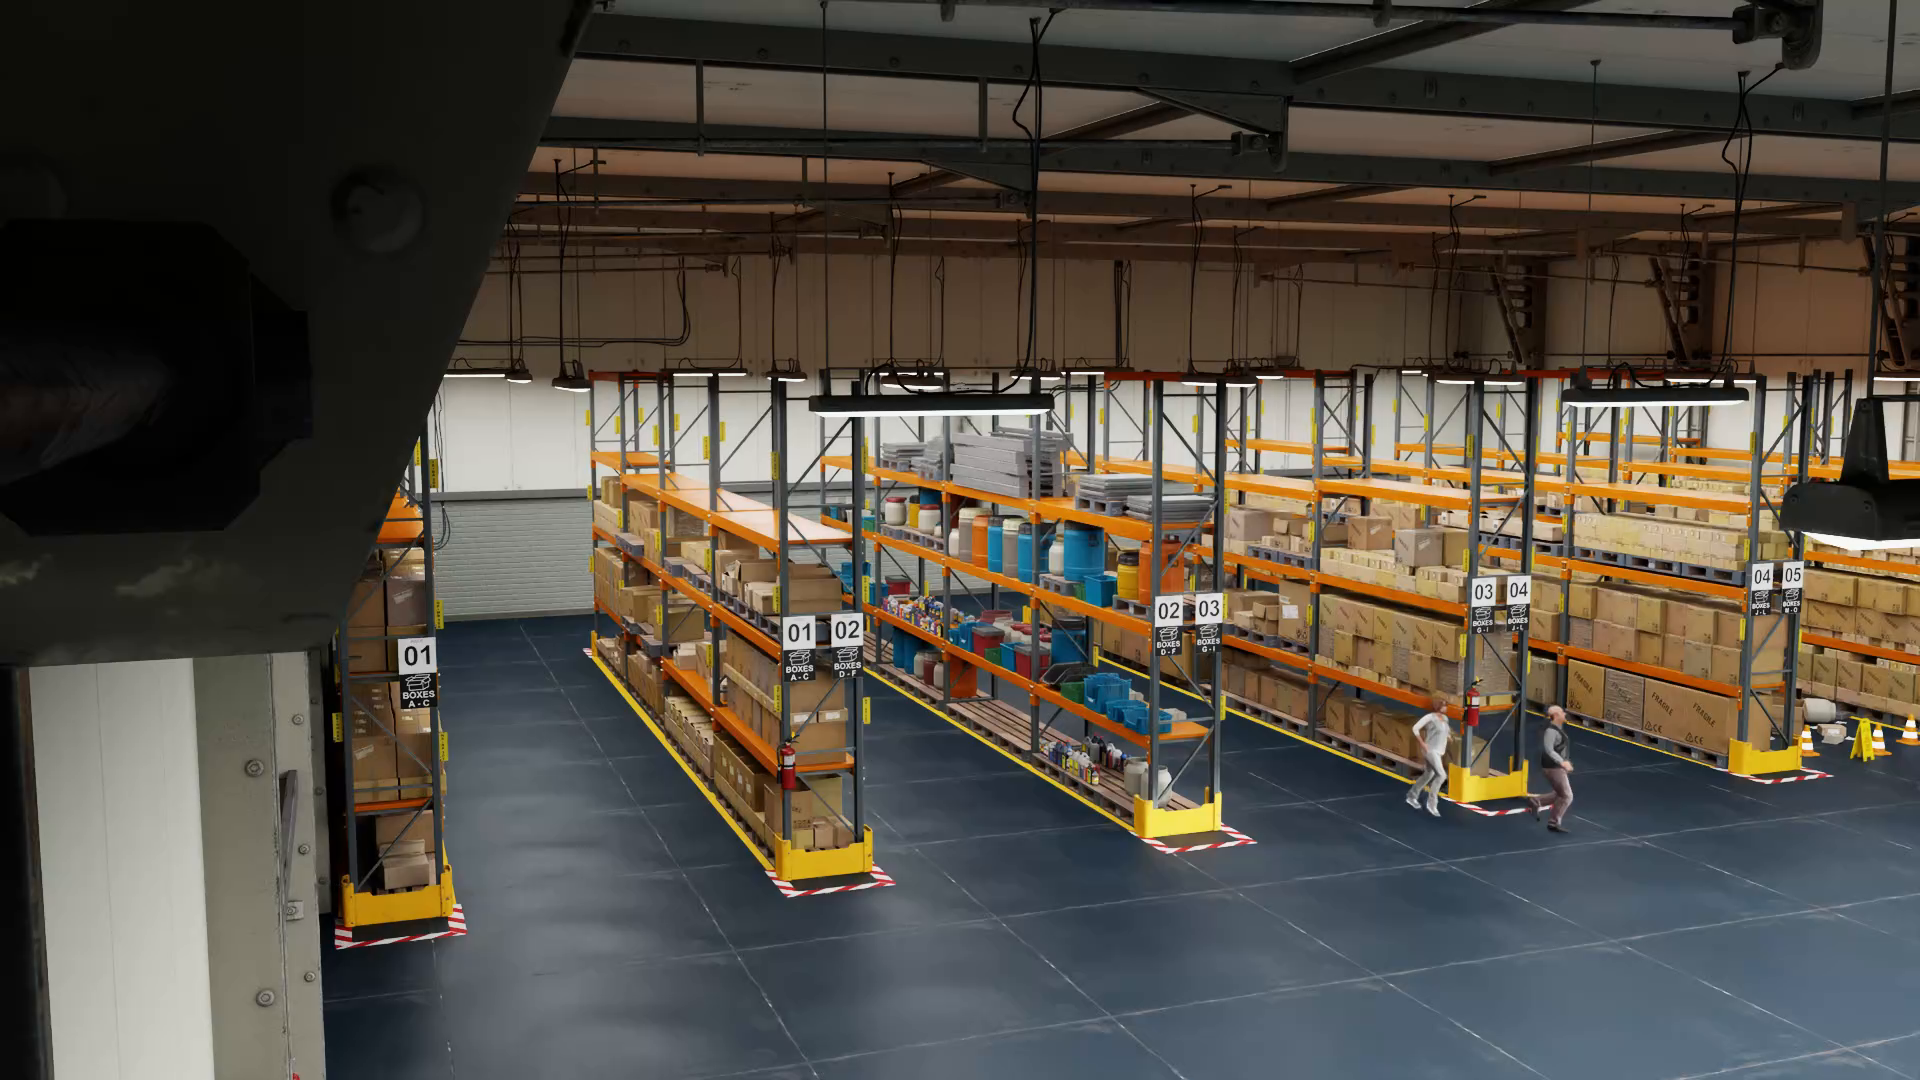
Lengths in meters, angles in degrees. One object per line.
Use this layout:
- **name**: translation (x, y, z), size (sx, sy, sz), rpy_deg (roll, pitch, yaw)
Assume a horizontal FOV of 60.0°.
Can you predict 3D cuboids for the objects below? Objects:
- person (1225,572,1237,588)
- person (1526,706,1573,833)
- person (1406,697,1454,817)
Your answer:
- **person**: translation (6.784, 0.870, 41.631), size (0.928, 1.724, 0.788), rpy_deg (0, 6, 2)
- **person**: translation (7.881, 3.037, 22.186), size (0.587, 1.687, 0.693), rpy_deg (3, 7, 22)
- **person**: translation (6.556, 2.996, 23.080), size (0.644, 1.603, 0.514), rpy_deg (6, 9, 43)
